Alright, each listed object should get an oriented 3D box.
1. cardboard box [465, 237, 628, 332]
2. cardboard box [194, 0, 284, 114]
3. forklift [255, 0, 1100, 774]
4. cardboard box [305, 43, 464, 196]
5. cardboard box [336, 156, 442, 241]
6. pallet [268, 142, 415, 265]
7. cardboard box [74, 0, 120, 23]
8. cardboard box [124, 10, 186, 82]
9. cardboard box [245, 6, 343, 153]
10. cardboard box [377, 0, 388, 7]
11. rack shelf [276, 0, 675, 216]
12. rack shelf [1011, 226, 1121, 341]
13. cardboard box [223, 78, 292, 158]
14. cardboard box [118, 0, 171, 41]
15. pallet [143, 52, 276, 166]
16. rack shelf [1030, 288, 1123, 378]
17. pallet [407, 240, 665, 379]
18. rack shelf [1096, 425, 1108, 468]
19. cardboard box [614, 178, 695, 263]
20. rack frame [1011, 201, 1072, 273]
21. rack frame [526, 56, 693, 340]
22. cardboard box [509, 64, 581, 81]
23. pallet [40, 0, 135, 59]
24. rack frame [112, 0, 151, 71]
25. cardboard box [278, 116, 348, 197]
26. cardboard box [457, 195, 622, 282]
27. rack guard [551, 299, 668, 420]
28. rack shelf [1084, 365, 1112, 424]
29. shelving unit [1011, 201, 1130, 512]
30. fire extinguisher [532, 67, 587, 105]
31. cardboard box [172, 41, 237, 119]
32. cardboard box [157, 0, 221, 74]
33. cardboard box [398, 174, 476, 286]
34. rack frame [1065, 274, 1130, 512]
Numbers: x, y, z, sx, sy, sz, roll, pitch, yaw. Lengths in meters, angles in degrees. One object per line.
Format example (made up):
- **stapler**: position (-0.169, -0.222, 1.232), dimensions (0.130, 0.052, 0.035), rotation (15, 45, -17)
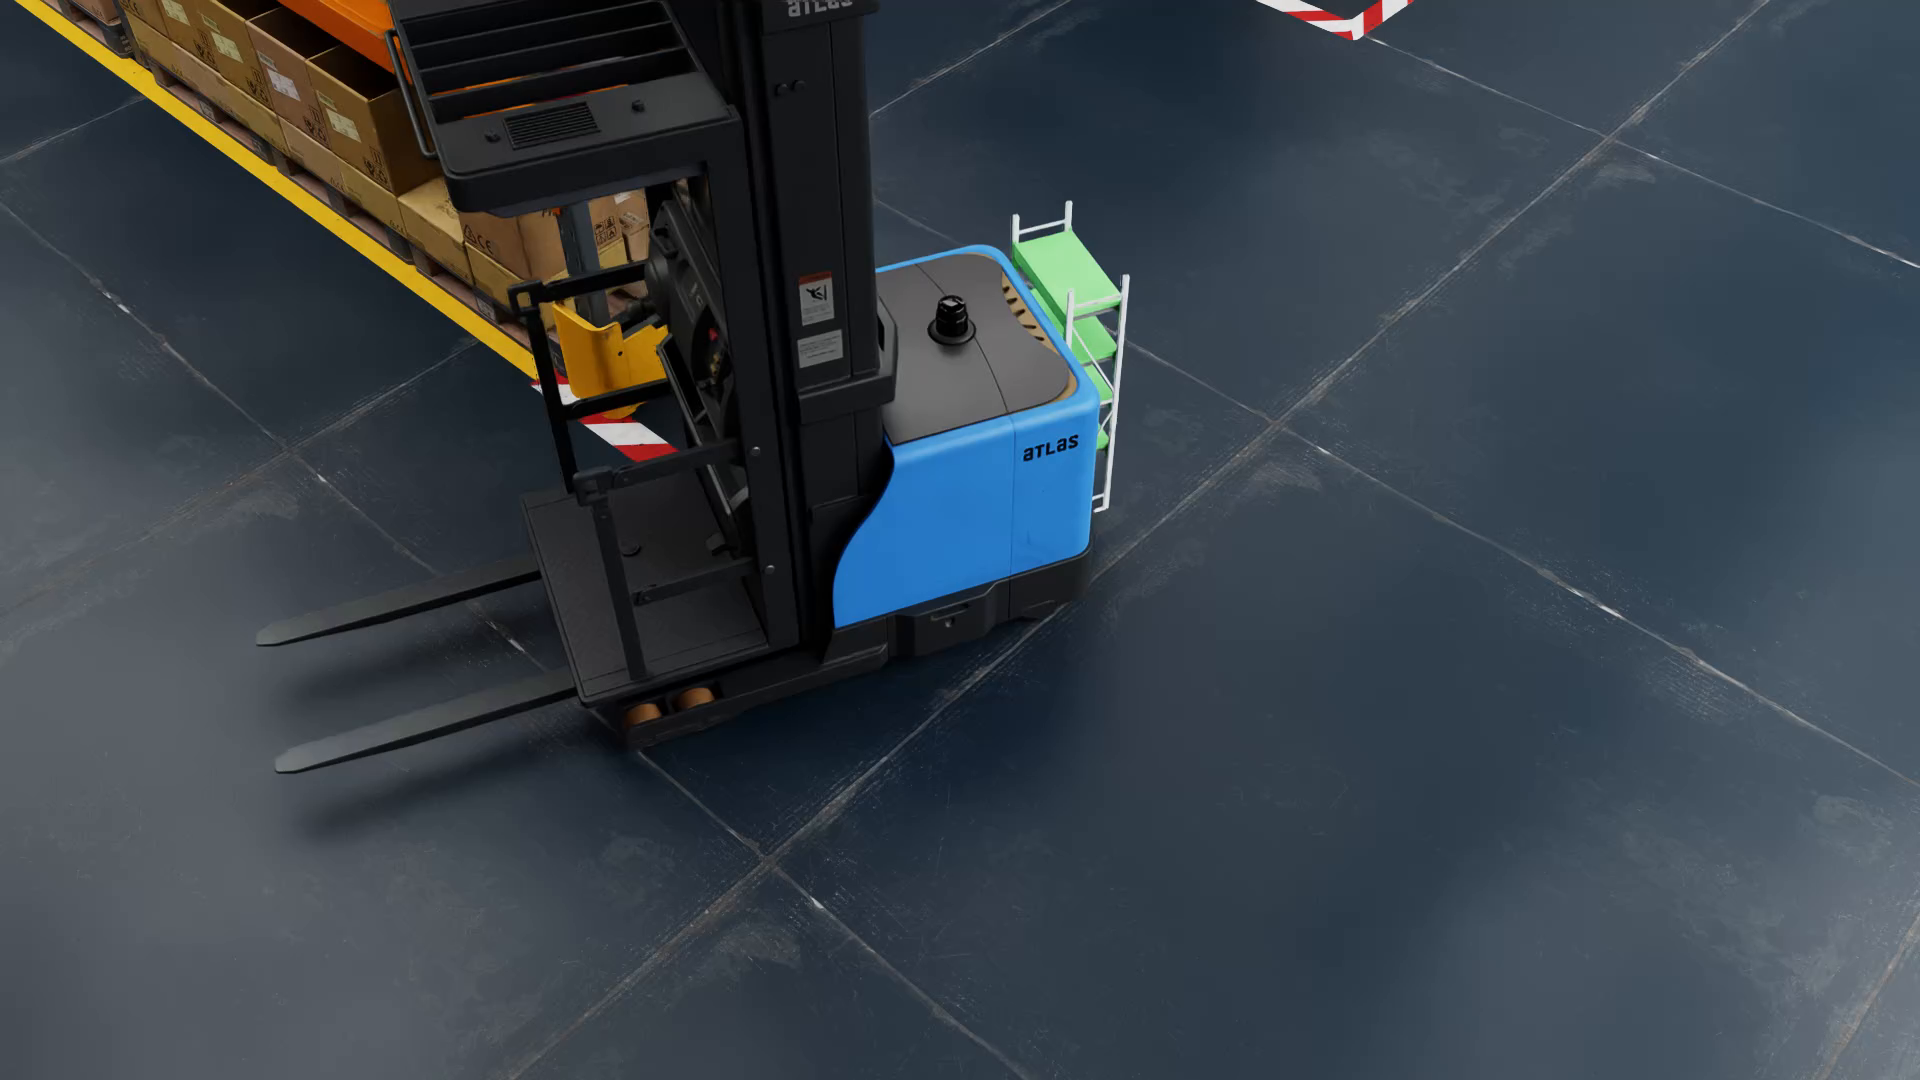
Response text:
- **cardboard box**: position (-1.845, -1.249, 7.464), dimensions (0.500, 0.250, 0.500), rotation (34, 55, 28)
- **cardboard box**: position (-3.326, -2.486, 8.110), dimensions (0.500, 0.500, 0.500), rotation (34, 55, 28)
- **forklift**: position (-1.064, -0.690, 5.388), dimensions (3.031, 2.935, 1.130), rotation (-16, 49, -15)
- **cardboard box**: position (-2.591, -1.992, 7.646), dimensions (0.500, 0.500, 0.500), rotation (34, 55, 28)
- **cardboard box**: position (-2.589, -1.736, 7.921), dimensions (0.500, 0.250, 0.500), rotation (34, 55, 28)
- **pallet**: position (-2.733, -1.944, 8.431), dimensions (1.213, 0.211, 1.003), rotation (34, 55, 28)
- **cardboard box**: position (-4.691, -3.170, 9.267), dimensions (0.500, 0.250, 0.500), rotation (33, 55, 27)
- **cardboard box**: position (-4.054, -2.729, 8.852), dimensions (0.500, 0.250, 0.500), rotation (34, 55, 28)
- **cardboard box**: position (-2.957, -2.239, 7.879), dimensions (0.500, 0.500, 0.500), rotation (34, 55, 28)
- **cardboard box**: position (-2.335, -2.718, 7.175), dimensions (0.500, 0.500, 0.700), rotation (34, 56, 28)
- **rack shelf**: position (-2.720, -2.683, 7.705), dimensions (4.000, 0.370, 1.077), rotation (34, 55, 28)
- **rack shelf**: position (0.405, -0.960, 6.258), dimensions (0.258, 0.148, 0.480), rotation (-17, 49, -15)
- **cardboard box**: position (-3.326, -2.229, 8.383), dimensions (0.500, 0.250, 0.500), rotation (34, 55, 28)
- **cardboard box**: position (-4.061, -2.980, 8.574), dimensions (0.500, 0.500, 0.500), rotation (34, 55, 28)
- **pallet**: position (-3.633, -2.548, 8.997), dimensions (1.213, 0.211, 1.003), rotation (34, 55, 28)
- **rack shelf**: position (0.405, -0.796, 6.433), dimensions (0.258, 0.148, 0.480), rotation (-17, 49, -15)
- **pallet**: position (-1.840, -1.341, 7.864), dimensions (1.213, 0.211, 1.003), rotation (34, 55, 28)
- **rack shelf**: position (0.405, -0.467, 6.783), dimensions (0.258, 0.148, 0.480), rotation (-17, 49, -15)
- **cardboard box**: position (-1.493, -1.527, 7.724), dimensions (0.500, 0.250, 0.500), rotation (34, 55, 28)
- **rack frame**: position (0.312, -0.840, 6.715), dimensions (0.240, 1.200, 0.015), rotation (-17, 49, -15)
- **rack frame**: position (-1.250, -1.940, 6.514), dimensions (0.127, 3.000, 1.000), rotation (34, 55, 28)
- **cardboard box**: position (-1.584, -2.212, 6.701), dimensions (0.500, 0.500, 0.700), rotation (34, 55, 28)
- **pallet**: position (-4.757, -3.307, 9.710), dimensions (1.213, 0.211, 1.003), rotation (34, 55, 28)
- **rack frame**: position (-4.189, -3.918, 8.371), dimensions (0.127, 3.000, 1.000), rotation (34, 55, 28)
- **cardboard box**: position (-2.955, -1.985, 8.154), dimensions (0.500, 0.250, 0.500), rotation (34, 55, 28)
- **cardboard box**: position (-1.846, -1.505, 7.189), dimensions (0.500, 0.500, 0.500), rotation (34, 55, 28)
- **rack guard**: position (-1.232, -1.072, 7.414), dimensions (0.348, 0.500, 1.175), rotation (34, 55, 28)
- **rack shelf**: position (0.405, -0.632, 6.608), dimensions (0.258, 0.148, 0.480), rotation (-17, 49, -15)
- **shelving unit**: position (0.405, -0.675, 6.561), dimensions (0.258, 1.200, 0.503), rotation (-17, 49, -15)
- **fire extinguisher**: position (-1.478, -1.606, 6.254), dimensions (0.183, 0.674, 0.296), rotation (34, 55, 28)
- **cardboard box**: position (-3.690, -2.479, 8.618), dimensions (0.500, 0.250, 0.500), rotation (34, 55, 28)
- **cardboard box**: position (-3.688, -2.737, 8.346), dimensions (0.500, 0.500, 0.500), rotation (34, 55, 28)
- **cardboard box**: position (-2.220, -1.490, 7.690), dimensions (0.500, 0.250, 0.500), rotation (34, 55, 28)
- **rack frame**: position (0.499, -0.511, 6.407), dimensions (0.240, 1.200, 0.015), rotation (-17, 49, -15)
